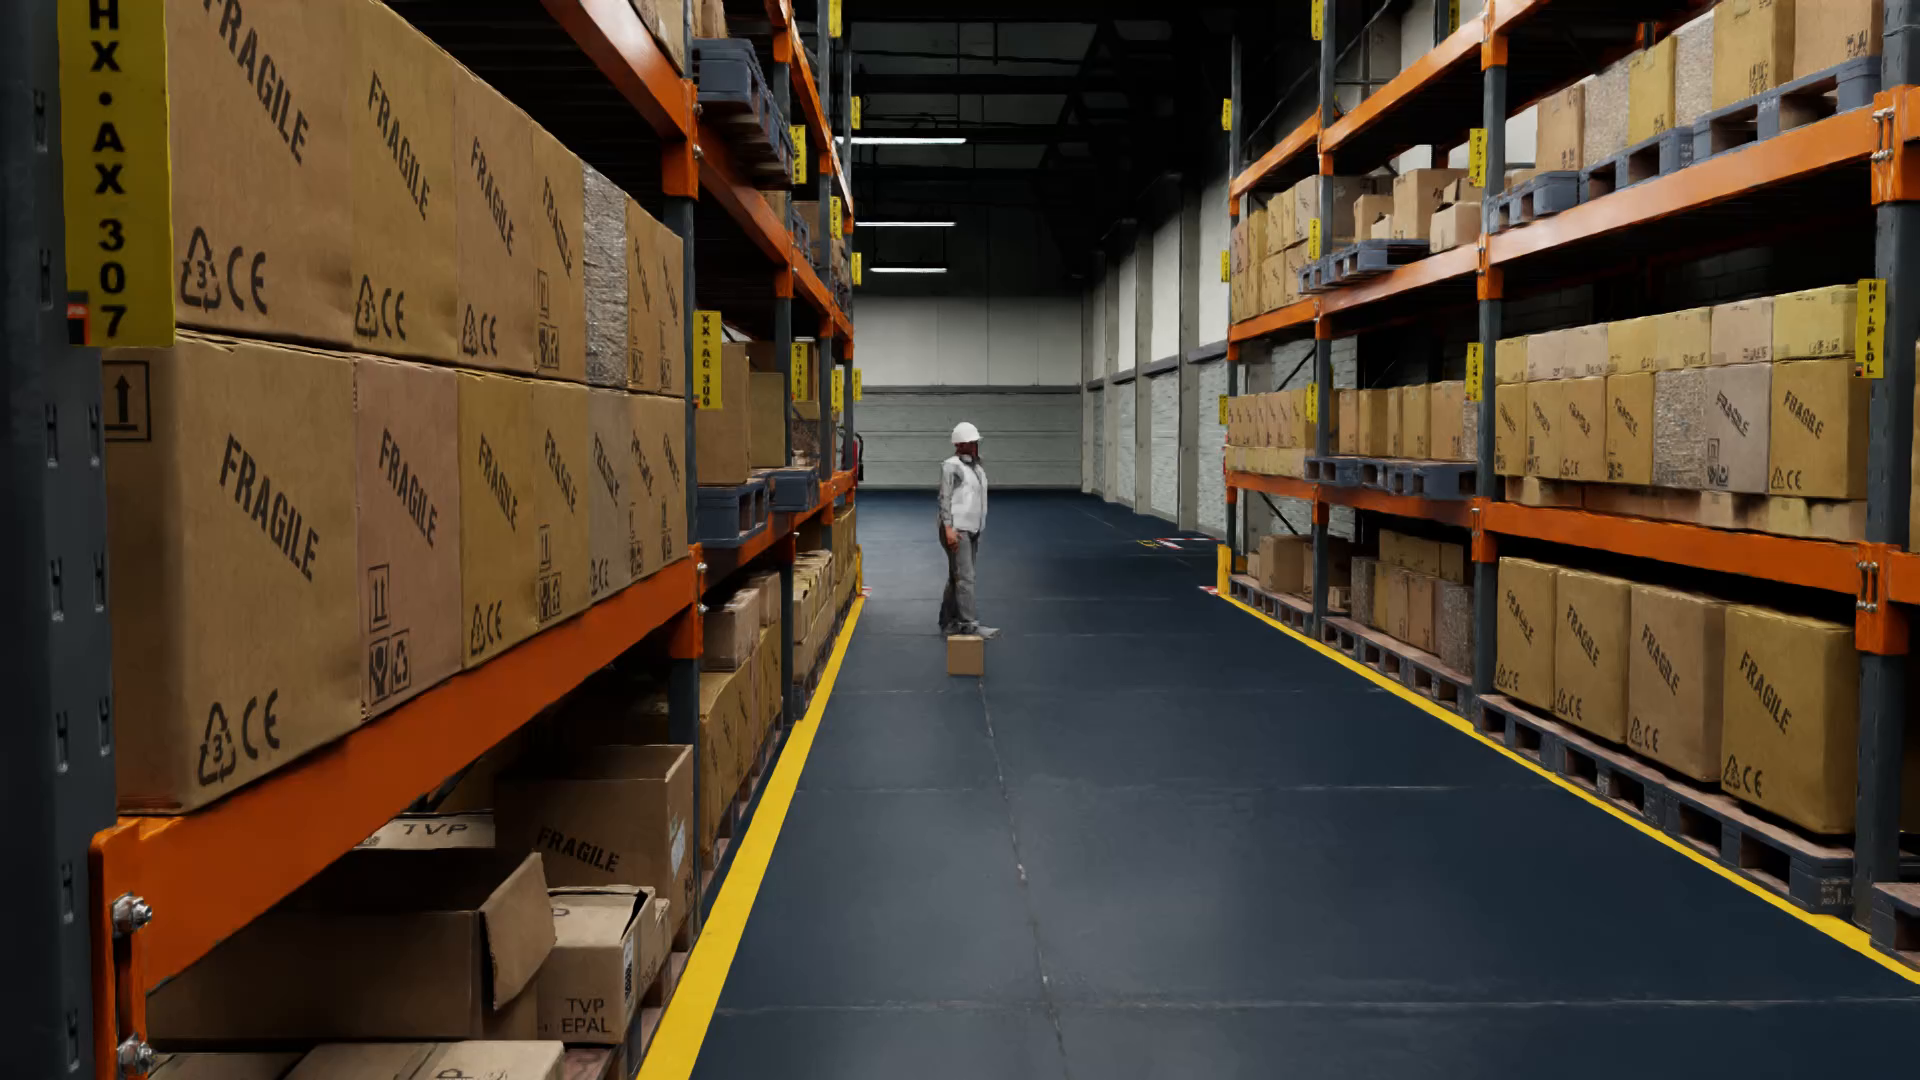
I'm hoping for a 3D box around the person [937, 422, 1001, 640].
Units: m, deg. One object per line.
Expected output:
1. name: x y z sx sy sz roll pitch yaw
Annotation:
1. person: 0.051 -0.073 13.554 0.598 1.774 0.639 2 4 25
